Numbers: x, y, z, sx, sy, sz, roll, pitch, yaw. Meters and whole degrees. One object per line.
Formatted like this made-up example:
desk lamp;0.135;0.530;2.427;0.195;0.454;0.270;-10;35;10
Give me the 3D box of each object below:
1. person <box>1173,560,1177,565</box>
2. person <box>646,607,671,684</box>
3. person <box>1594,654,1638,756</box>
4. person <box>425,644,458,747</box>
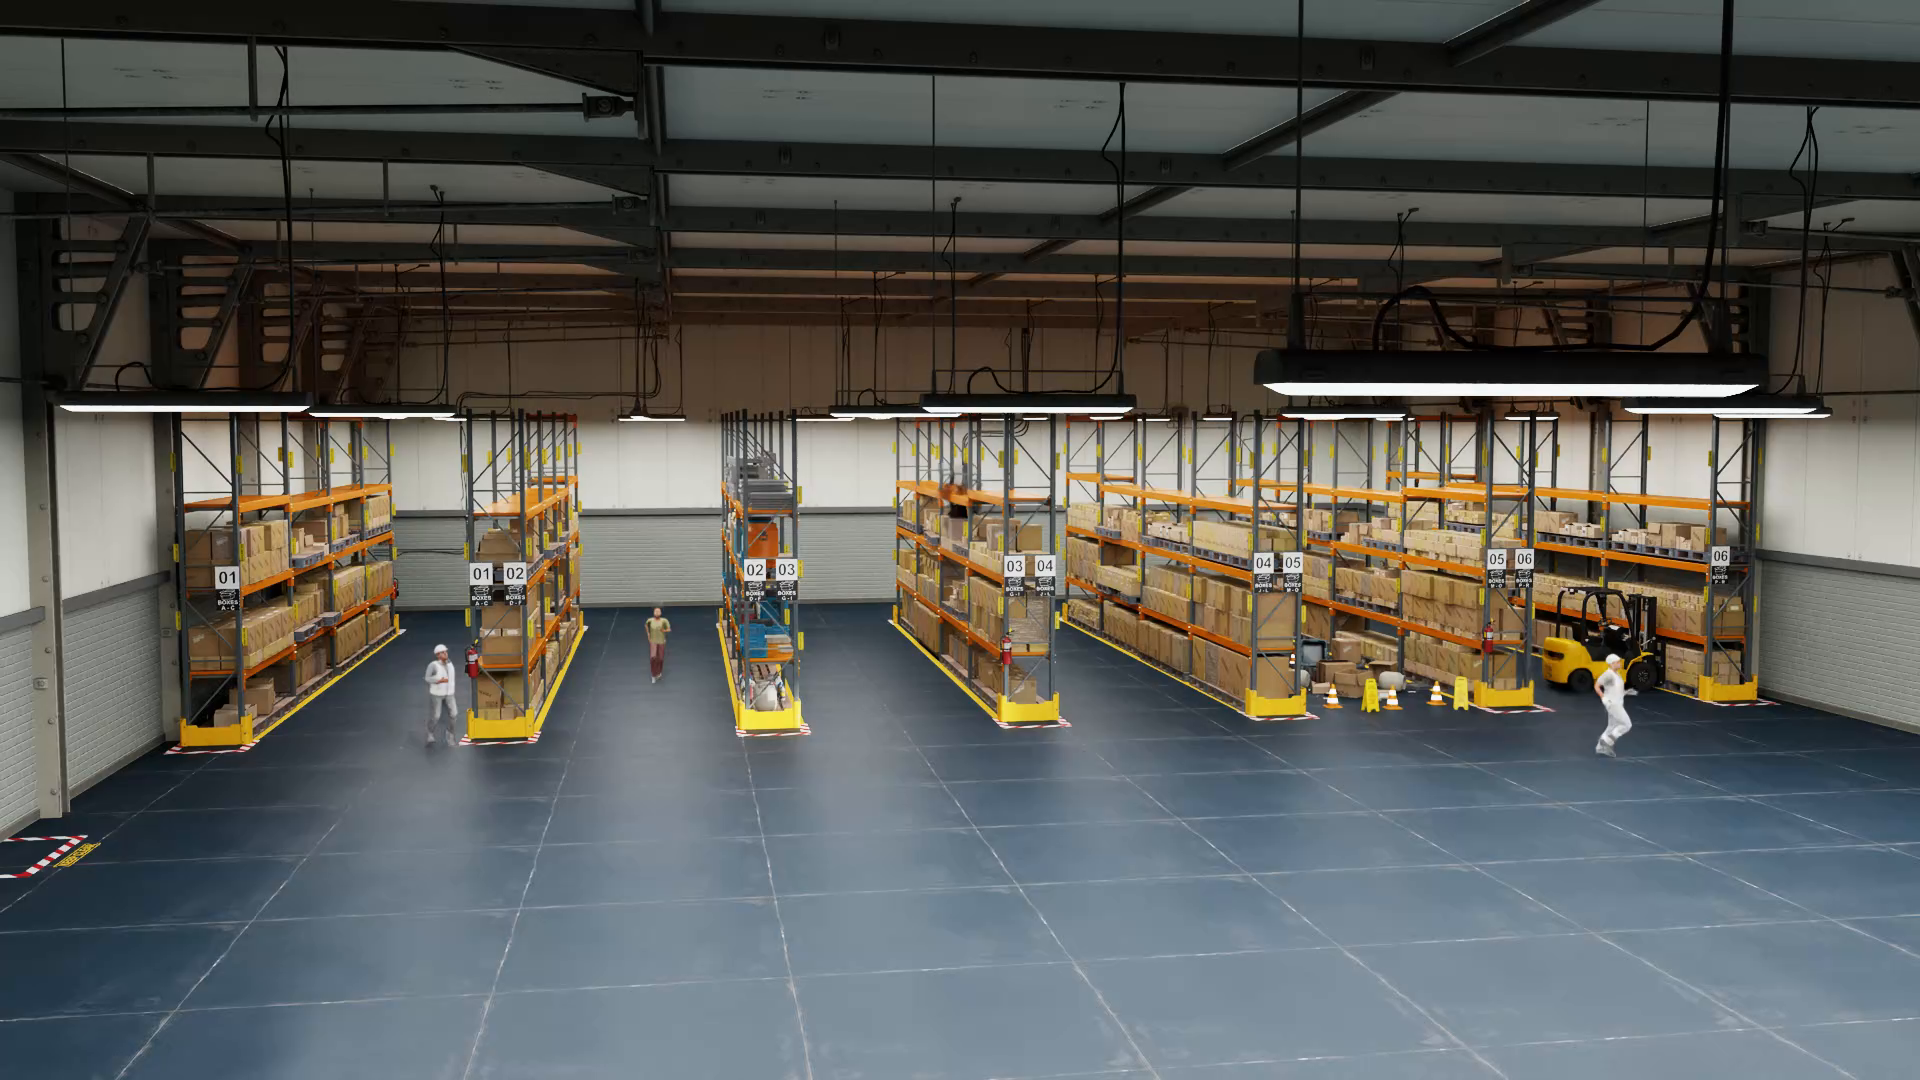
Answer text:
person;6.700;1.397;50.448;0.820;1.673;0.584;0;4;-4
person;-6.714;2.322;37.031;0.556;1.708;0.787;-1;4;-11
person;11.267;2.834;28.534;0.649;1.744;0.641;3;5;33
person;-9.234;2.779;29.638;0.686;1.840;0.656;4;6;44
